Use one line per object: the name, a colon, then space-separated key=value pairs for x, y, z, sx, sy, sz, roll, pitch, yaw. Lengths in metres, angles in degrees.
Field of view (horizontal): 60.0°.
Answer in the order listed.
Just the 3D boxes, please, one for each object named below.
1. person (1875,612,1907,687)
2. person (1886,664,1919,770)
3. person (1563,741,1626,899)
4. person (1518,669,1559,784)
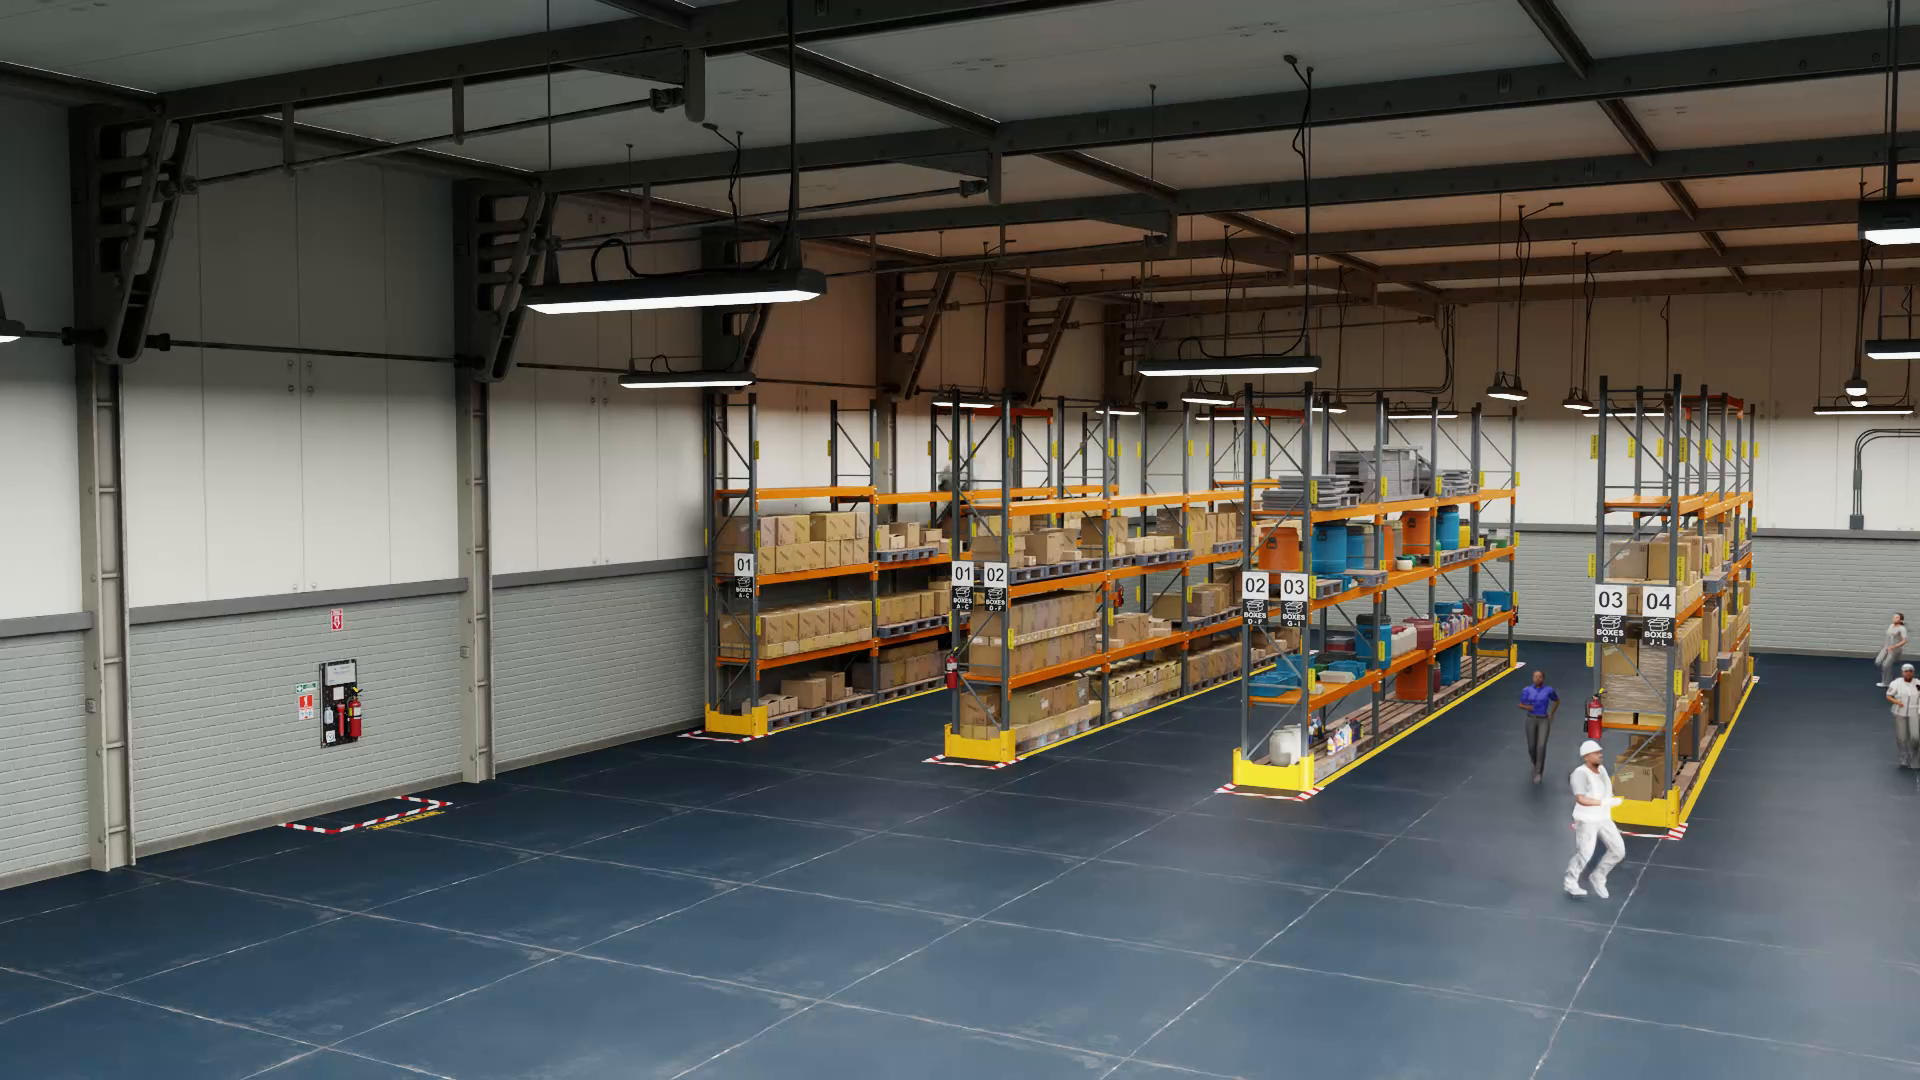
person: x=19.540 y=2.313 z=34.908 sx=0.512 sy=1.596 sz=0.597 roll=-1 pitch=3 yaw=-19
person: x=14.872 y=2.773 z=26.116 sx=0.592 sy=1.672 sz=0.670 roll=2 pitch=4 yaw=29
person: x=7.051 y=3.117 z=18.427 sx=0.673 sy=1.785 sz=0.702 roll=-2 pitch=4 yaw=-33
person: x=8.750 y=2.787 z=25.184 sx=0.581 sy=1.659 sz=0.876 roll=1 pitch=3 yaw=24
